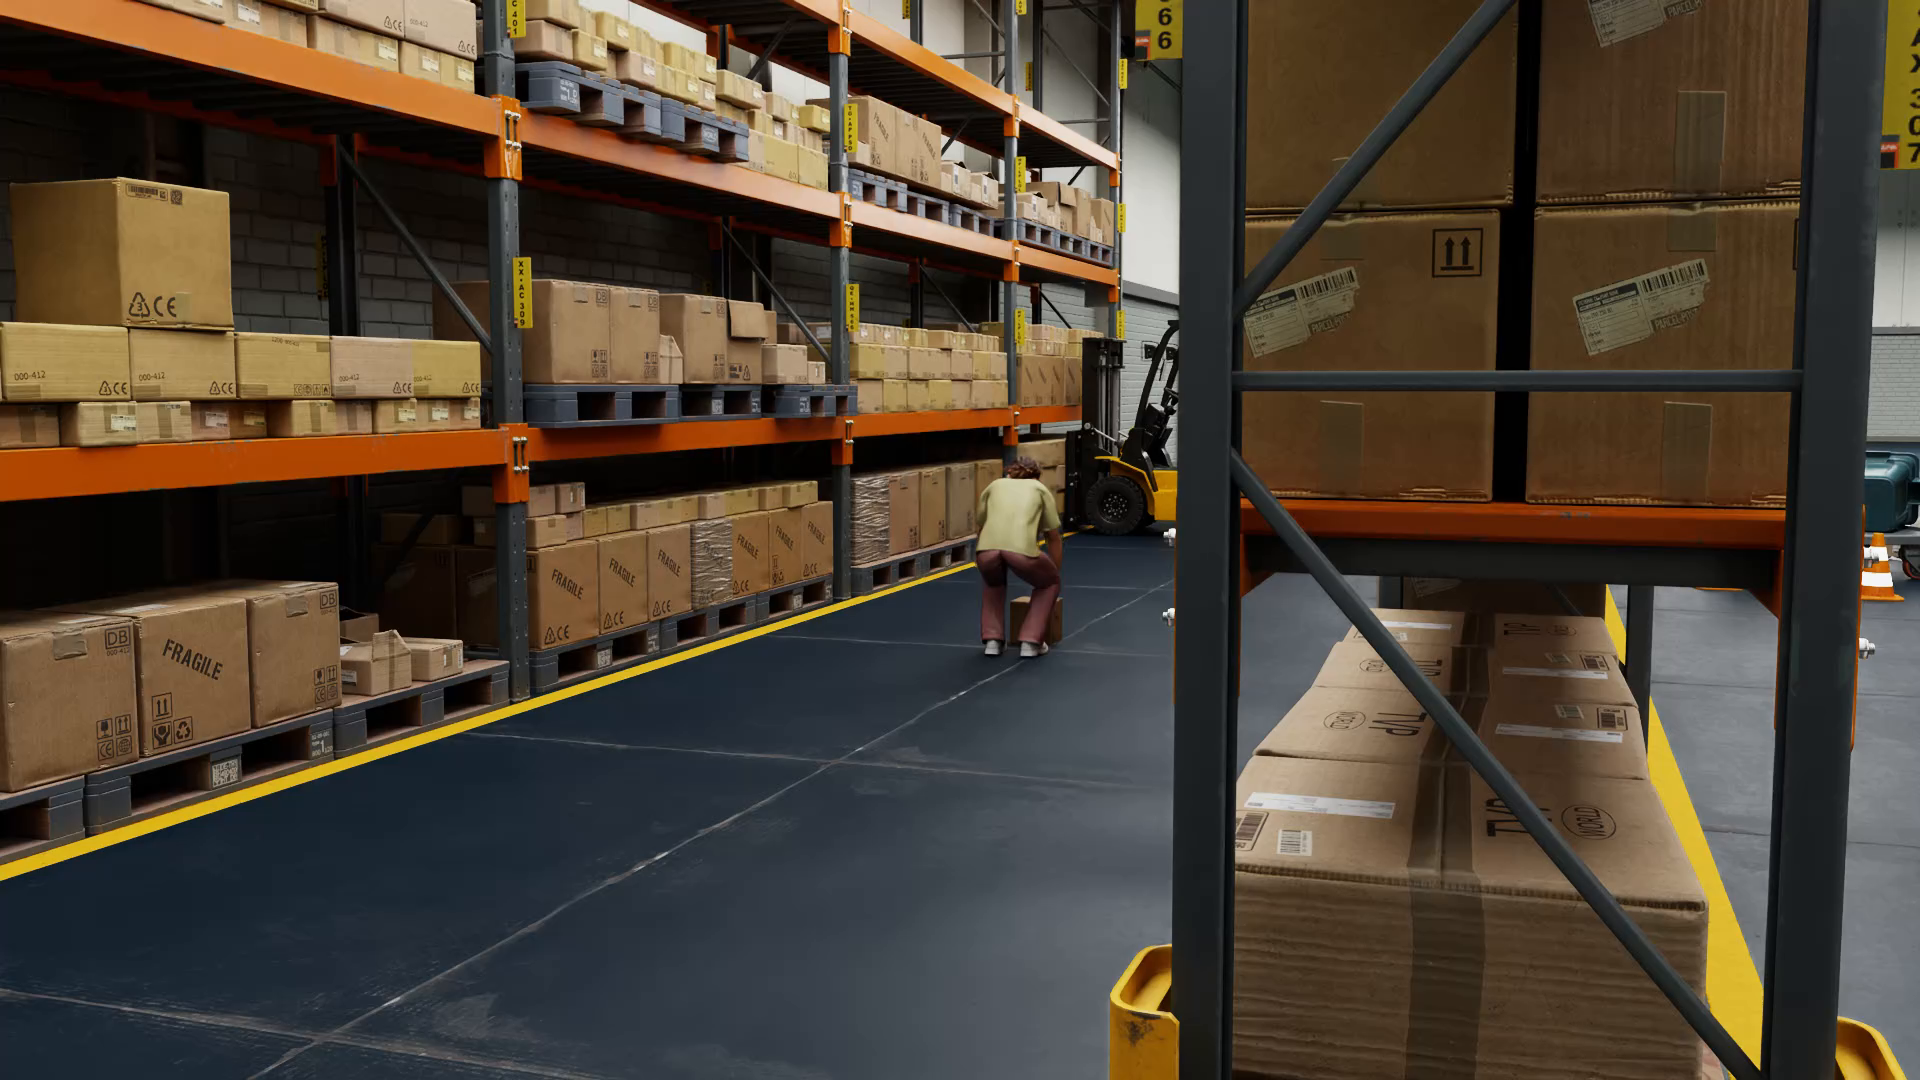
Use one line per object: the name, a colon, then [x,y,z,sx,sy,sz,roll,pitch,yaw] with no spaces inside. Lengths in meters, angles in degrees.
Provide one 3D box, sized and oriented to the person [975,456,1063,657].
person: [0.300,0.085,9.410,0.503,1.102,0.757,2,6,18]
